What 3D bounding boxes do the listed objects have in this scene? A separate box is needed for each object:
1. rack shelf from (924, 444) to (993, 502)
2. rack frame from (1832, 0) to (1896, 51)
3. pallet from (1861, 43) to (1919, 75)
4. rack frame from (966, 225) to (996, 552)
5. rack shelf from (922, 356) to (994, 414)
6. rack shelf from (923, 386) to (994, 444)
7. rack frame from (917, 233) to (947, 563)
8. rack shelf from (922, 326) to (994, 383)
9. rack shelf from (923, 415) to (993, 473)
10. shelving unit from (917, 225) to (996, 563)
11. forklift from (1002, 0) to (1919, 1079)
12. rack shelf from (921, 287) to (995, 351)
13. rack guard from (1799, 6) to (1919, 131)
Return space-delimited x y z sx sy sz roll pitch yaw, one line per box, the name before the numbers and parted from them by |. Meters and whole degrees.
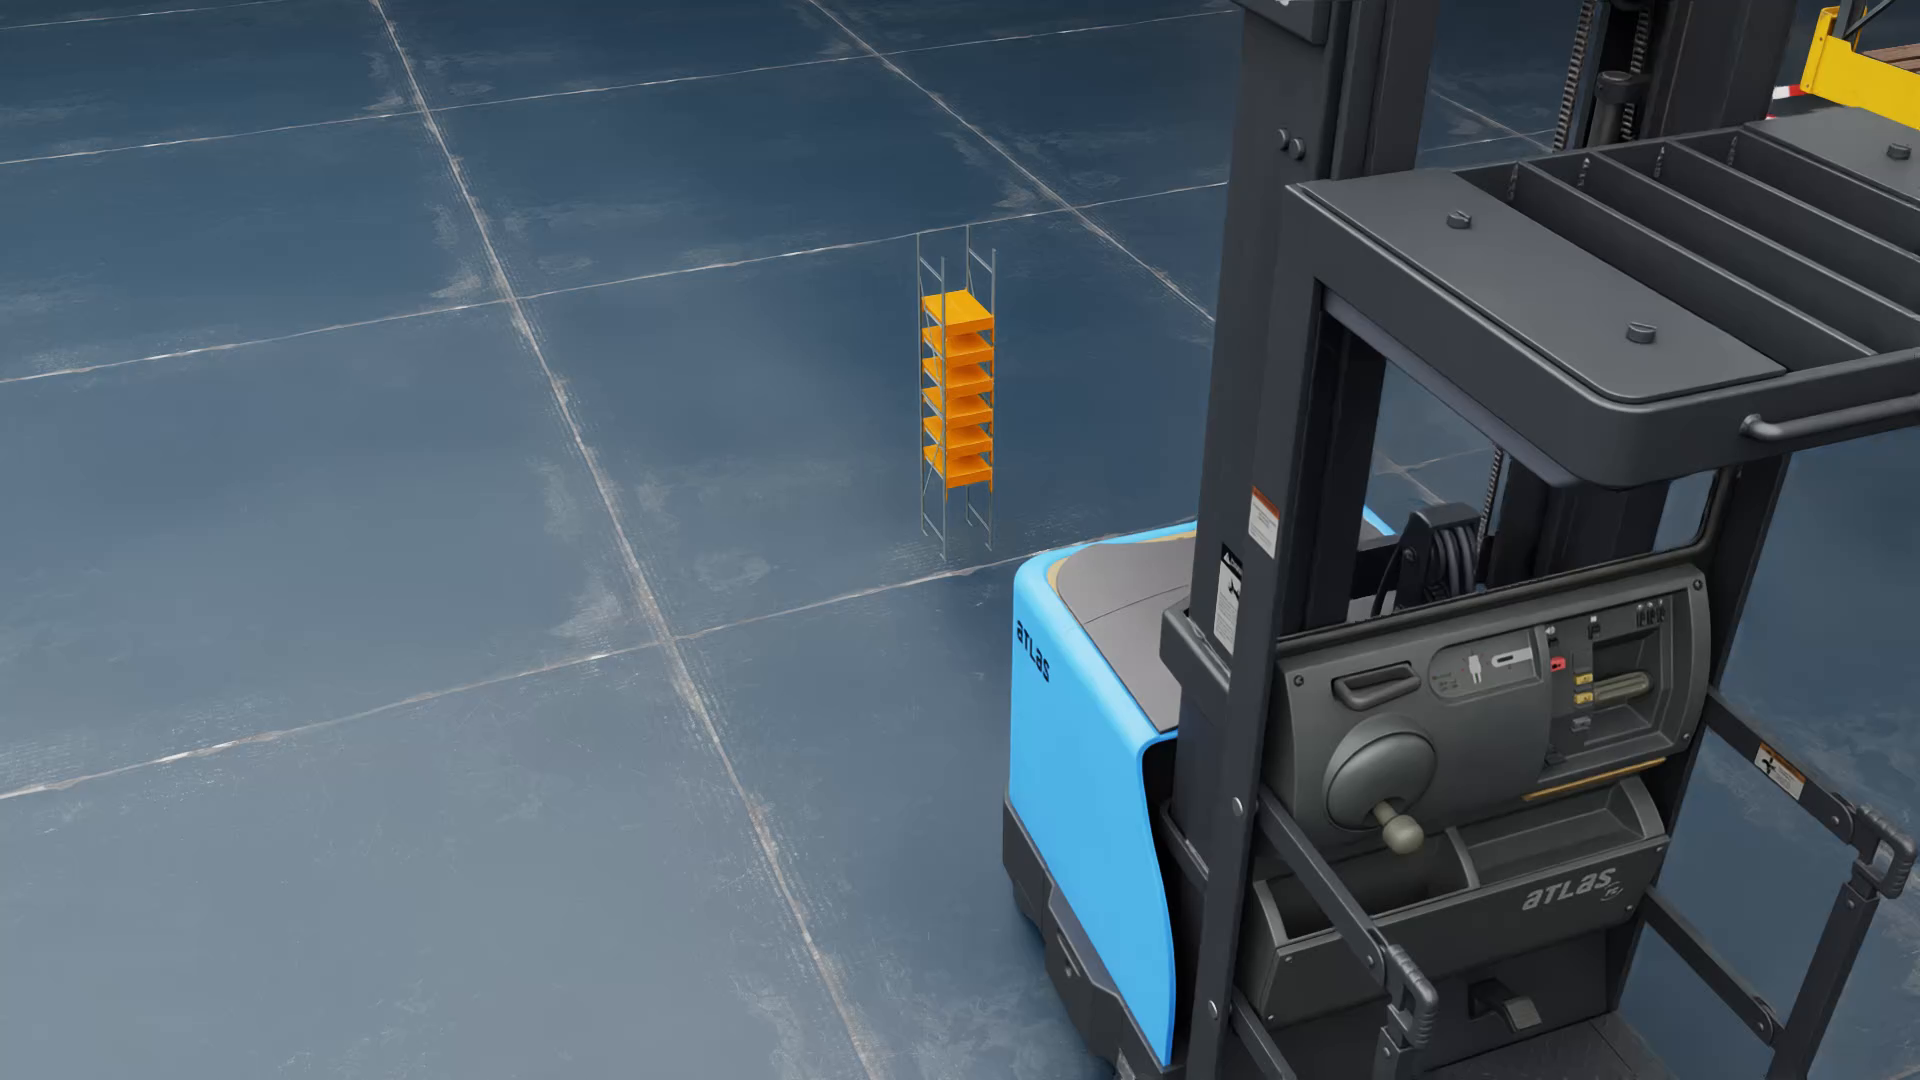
rack shelf | -0.013 -0.261 6.073 0.180 0.103 0.258 -13 35 -19
rack frame | 5.722 -3.880 9.463 0.127 3.000 1.000 -13 35 -19
pallet | 6.525 -2.920 10.544 1.213 0.211 1.003 -13 35 -19
rack frame | 0.071 -0.519 5.948 0.006 1.200 0.240 -13 35 -19
rack shelf | -0.013 -0.563 5.877 0.180 0.103 0.258 -13 35 -19
rack shelf | -0.013 -0.463 5.942 0.180 0.103 0.258 -13 35 -19
rack frame | -0.098 -0.481 5.888 0.006 1.200 0.240 -13 35 -19
rack shelf | -0.013 -0.664 5.811 0.180 0.103 0.258 -13 35 -19
rack shelf | -0.013 -0.362 6.008 0.180 0.103 0.258 -13 35 -19
shelving unit | -0.013 -0.500 5.918 0.189 1.200 0.258 -13 35 -19
forklift | 1.104 0.379 2.980 1.130 2.935 3.031 -11 35 -17
rack shelf | -0.013 -0.764 5.746 0.180 0.103 0.258 -13 35 -19
rack guard | 5.774 -2.872 10.206 0.348 0.500 1.175 -13 35 -19
